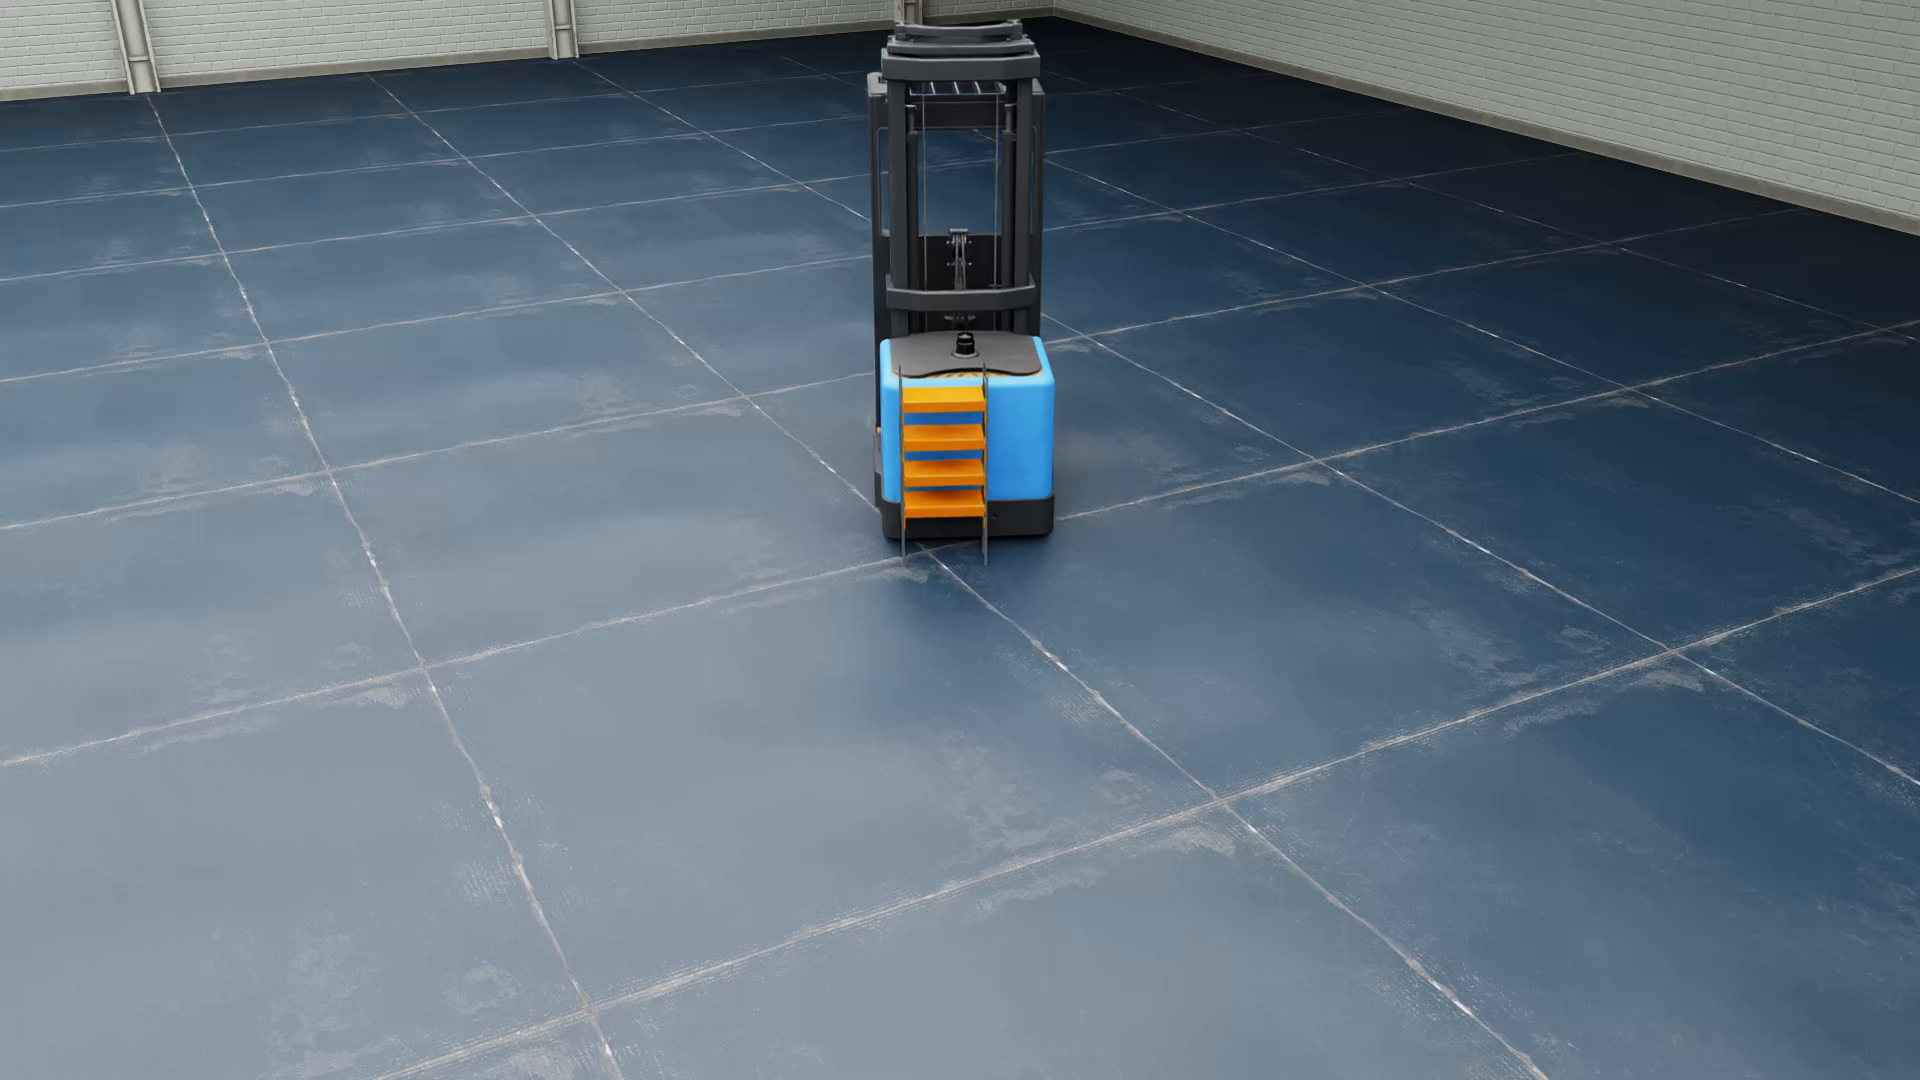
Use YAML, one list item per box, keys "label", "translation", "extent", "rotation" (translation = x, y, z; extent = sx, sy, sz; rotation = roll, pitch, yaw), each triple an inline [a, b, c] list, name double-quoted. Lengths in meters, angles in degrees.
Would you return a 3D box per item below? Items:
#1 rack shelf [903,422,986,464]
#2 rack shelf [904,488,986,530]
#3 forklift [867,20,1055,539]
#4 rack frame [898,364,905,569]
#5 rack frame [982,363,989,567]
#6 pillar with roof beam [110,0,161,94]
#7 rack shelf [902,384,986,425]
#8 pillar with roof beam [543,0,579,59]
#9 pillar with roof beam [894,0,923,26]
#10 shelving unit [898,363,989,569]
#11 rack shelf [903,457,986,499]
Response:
- label: "rack shelf"
  translation: [-0.097, -0.567, 9.684]
  extent: [0.480, 0.148, 0.258]
  rotation: [-2, 26, -3]
- label: "rack shelf"
  translation: [-0.097, -0.187, 9.867]
  extent: [0.480, 0.148, 0.258]
  rotation: [-2, 26, -3]
- label: "forklift"
  translation: [-0.035, -1.930, 10.883]
  extent: [1.130, 2.935, 3.031]
  rotation: [-2, 26, -3]
- label: "rack frame"
  translation: [-0.340, -0.420, 9.738]
  extent: [0.015, 1.200, 0.240]
  rotation: [-2, 26, -3]
- label: "rack frame"
  translation: [0.147, -0.433, 9.765]
  extent: [0.015, 1.200, 0.240]
  rotation: [-2, 26, -3]
- label: "pillar with roof beam"
  translation: [-9.447, -8.731, 18.037]
  extent: [0.400, 9.000, 9.100]
  rotation: [-13, 29, -25]
- label: "rack shelf"
  translation: [-0.097, -0.781, 9.581]
  extent: [0.480, 0.148, 0.258]
  rotation: [-2, 26, -3]
- label: "pillar with roof beam"
  translation: [-4.153, -9.953, 20.583]
  extent: [0.400, 9.000, 9.100]
  rotation: [-13, 29, -25]
- label: "pillar with roof beam"
  translation: [1.142, -11.175, 23.128]
  extent: [0.400, 9.000, 9.100]
  rotation: [-13, 29, -25]
- label: "shelving unit"
  translation: [-0.097, -0.427, 9.752]
  extent: [0.503, 1.200, 0.258]
  rotation: [-2, 26, -3]
- label: "rack shelf"
  translation: [-0.097, -0.366, 9.781]
  extent: [0.480, 0.148, 0.258]
  rotation: [-2, 26, -3]
